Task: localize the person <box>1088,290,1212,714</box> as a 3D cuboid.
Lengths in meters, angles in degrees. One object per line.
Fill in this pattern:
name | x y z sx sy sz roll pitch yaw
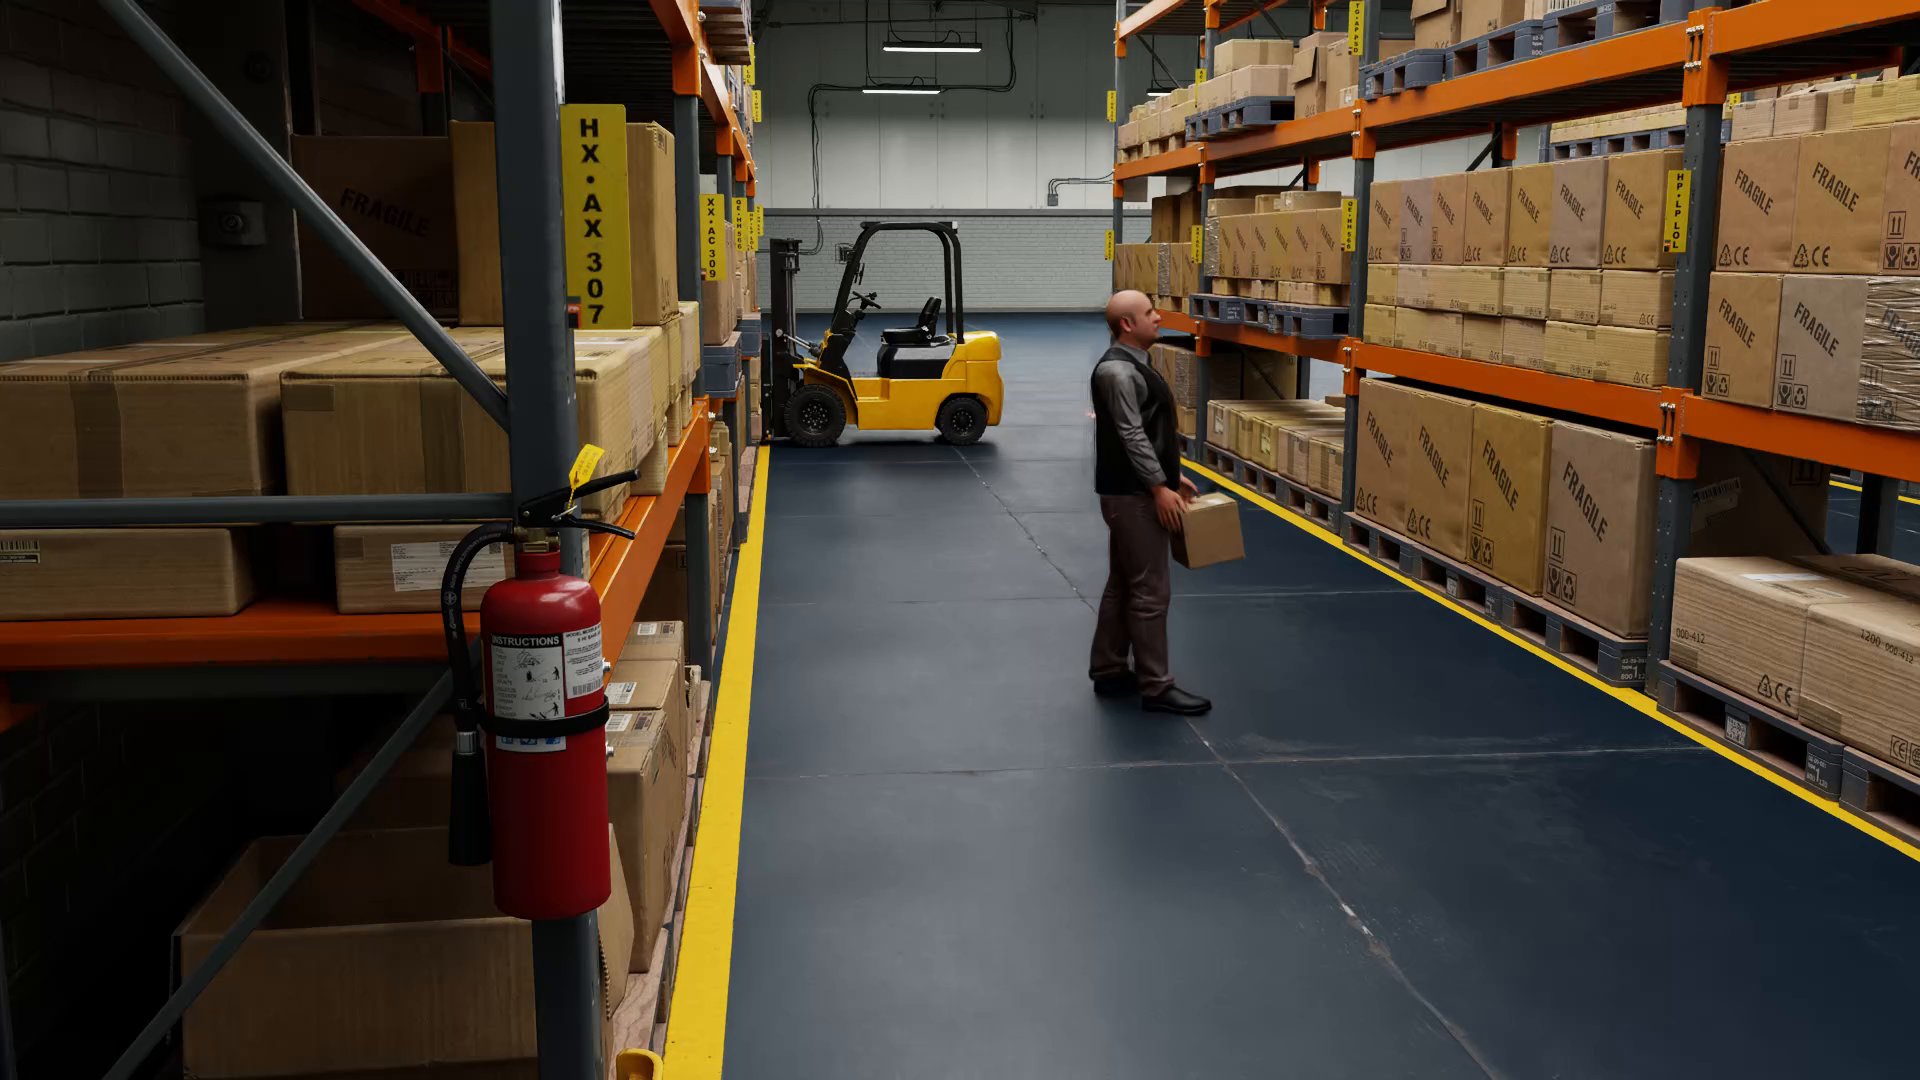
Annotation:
person | 0.813 -0.172 6.947 0.545 1.725 0.560 2 10 12
